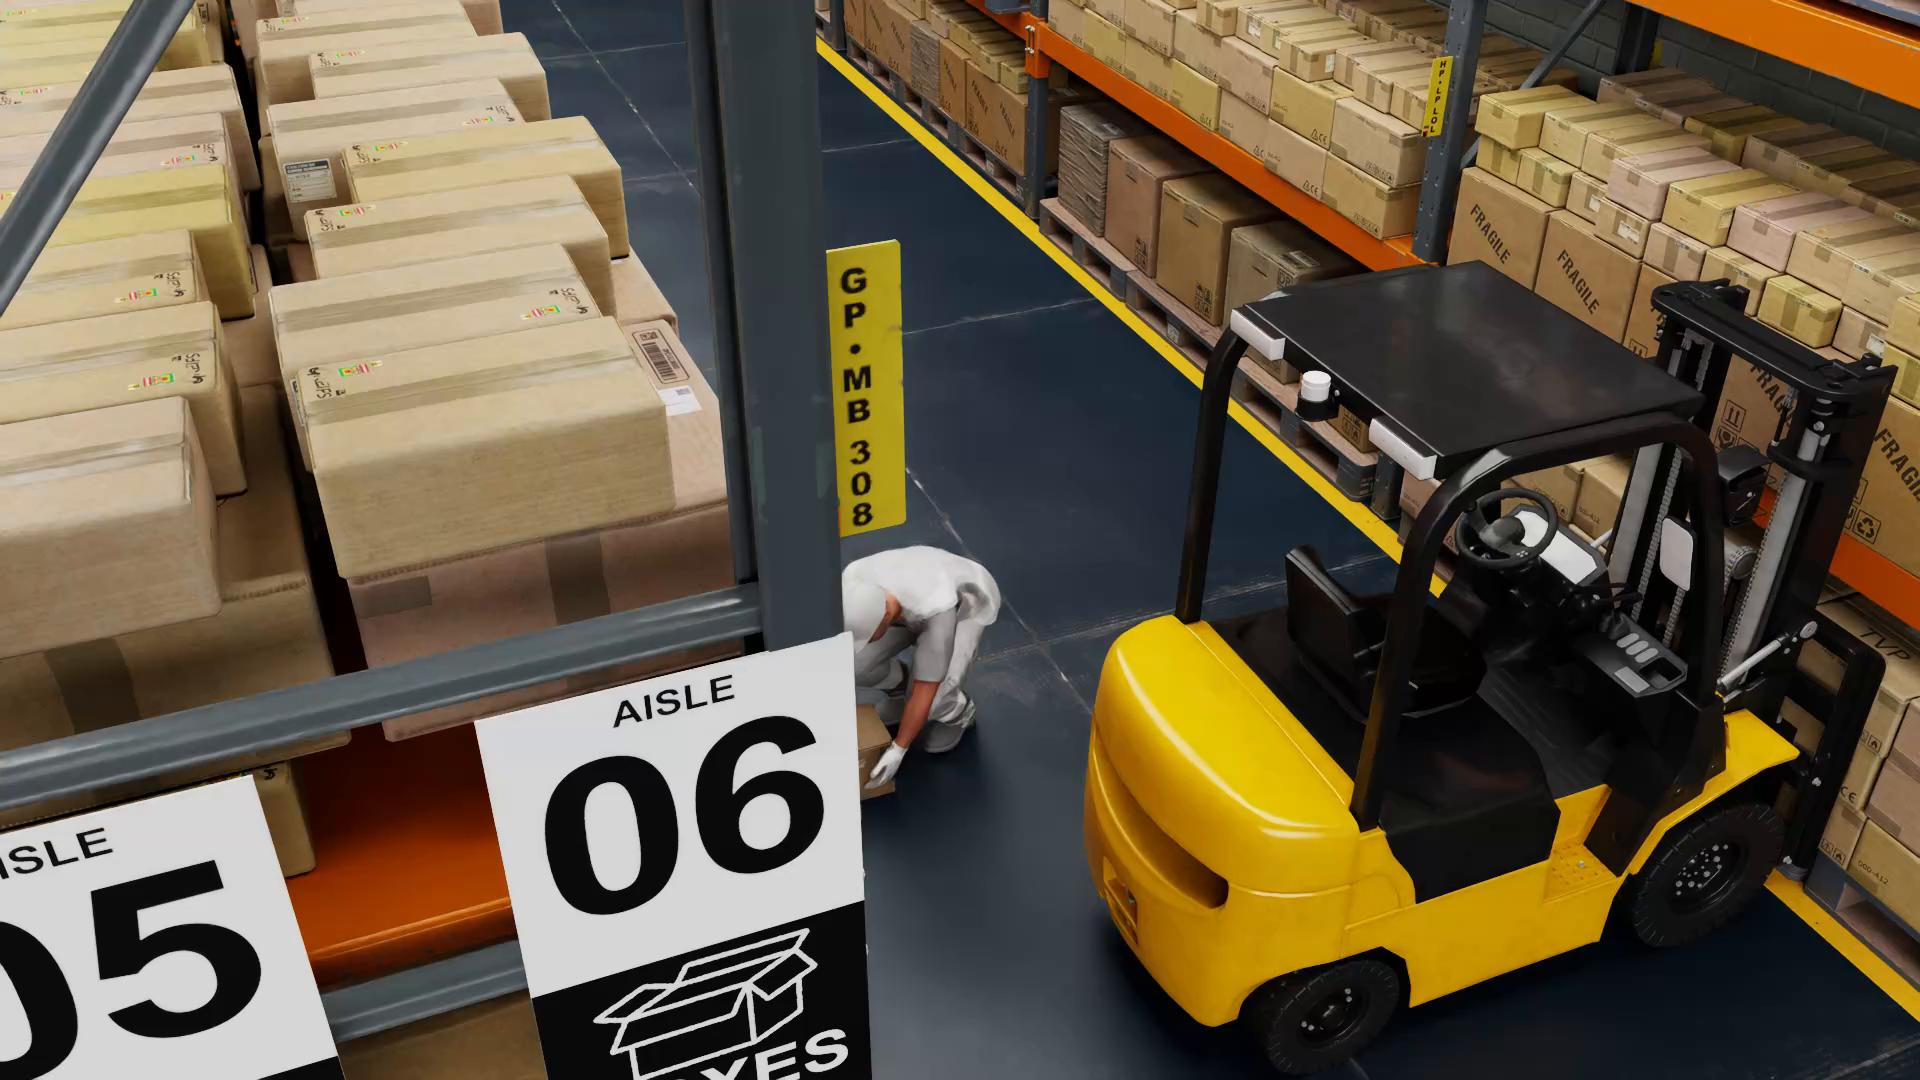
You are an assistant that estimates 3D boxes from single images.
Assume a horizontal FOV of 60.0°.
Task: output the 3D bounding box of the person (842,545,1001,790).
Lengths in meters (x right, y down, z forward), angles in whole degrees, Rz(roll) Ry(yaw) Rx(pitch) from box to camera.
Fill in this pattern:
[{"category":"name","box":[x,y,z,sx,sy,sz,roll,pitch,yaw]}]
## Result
[{"category":"person","box":[-0.188,0.394,6.281,0.571,0.956,0.881,23,40,31]}]
